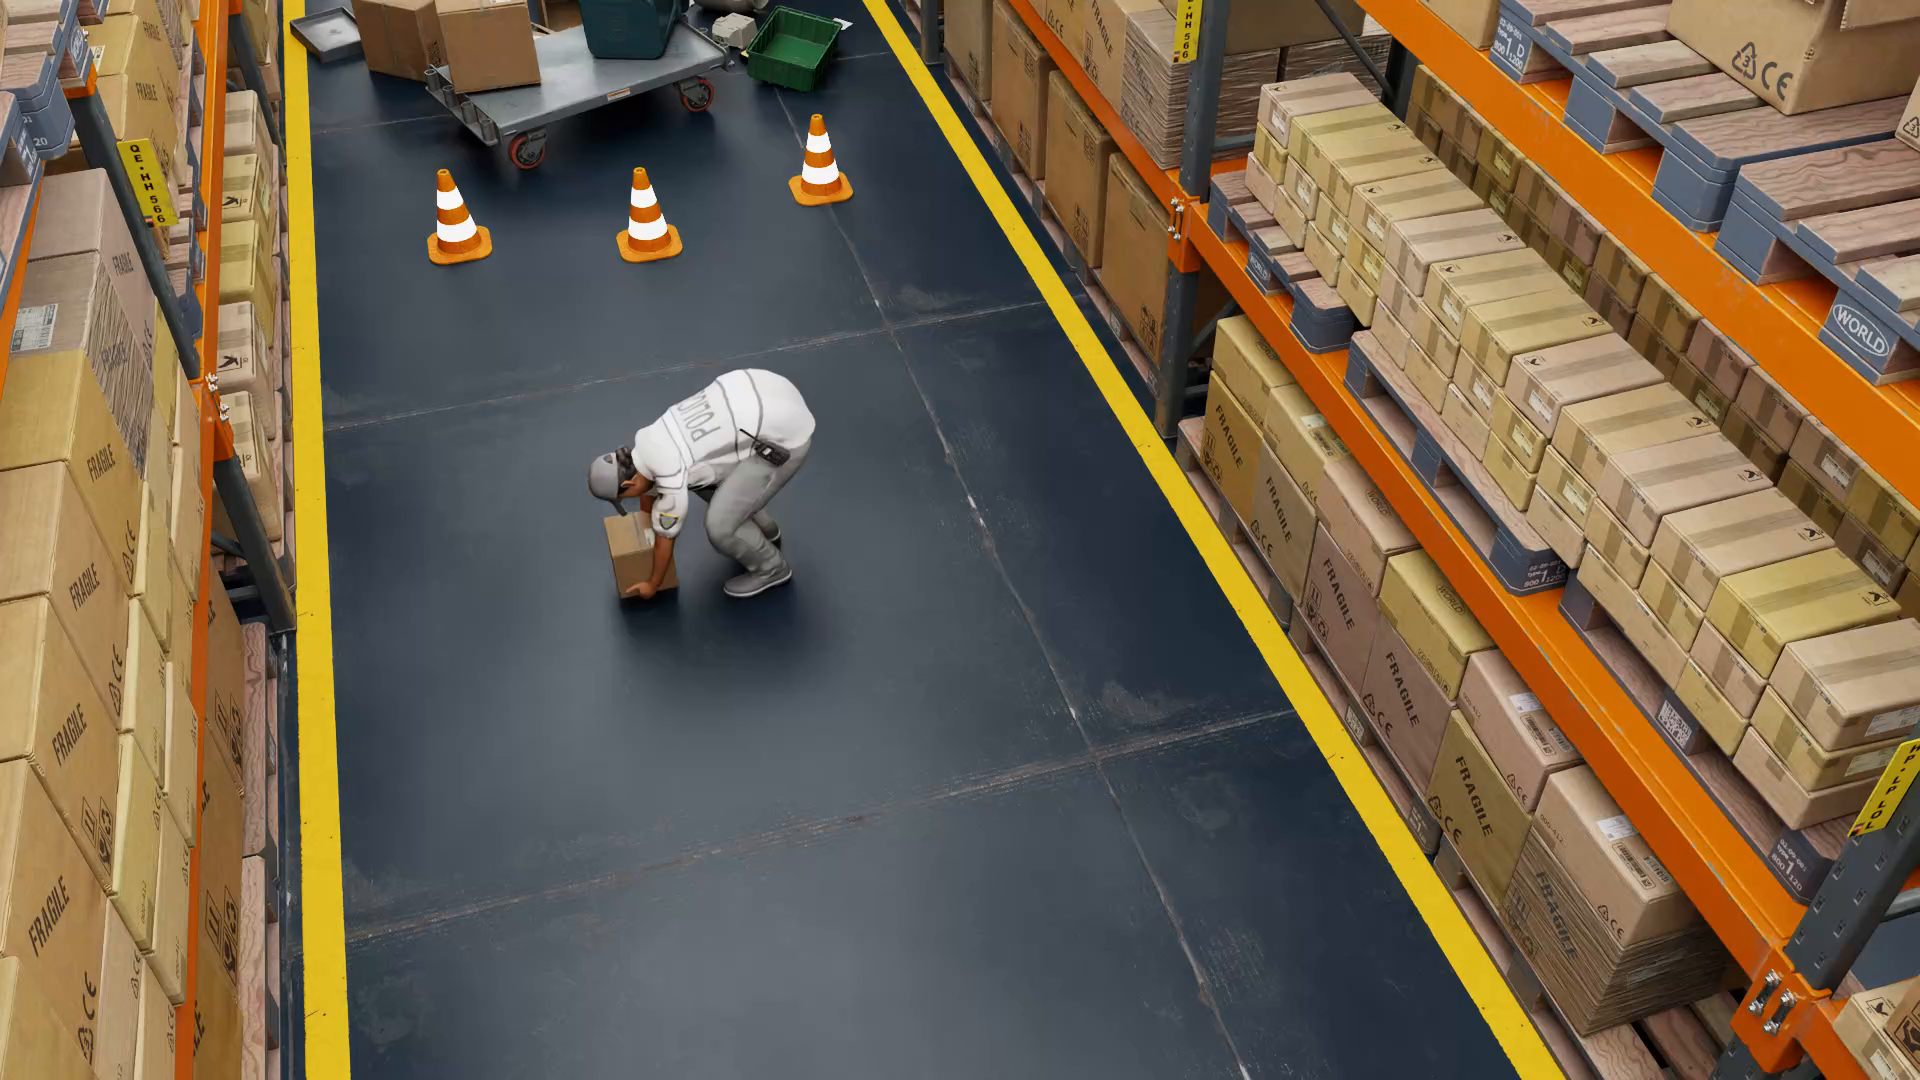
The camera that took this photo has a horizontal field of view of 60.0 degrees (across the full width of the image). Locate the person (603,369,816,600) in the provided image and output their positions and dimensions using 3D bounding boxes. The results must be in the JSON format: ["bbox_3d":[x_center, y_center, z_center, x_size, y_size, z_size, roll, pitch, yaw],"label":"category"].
[{"bbox_3d":[0.459,-16.744,21.226,18.753,6.004,40.149,-14,44,-15],"label":"person"}]
